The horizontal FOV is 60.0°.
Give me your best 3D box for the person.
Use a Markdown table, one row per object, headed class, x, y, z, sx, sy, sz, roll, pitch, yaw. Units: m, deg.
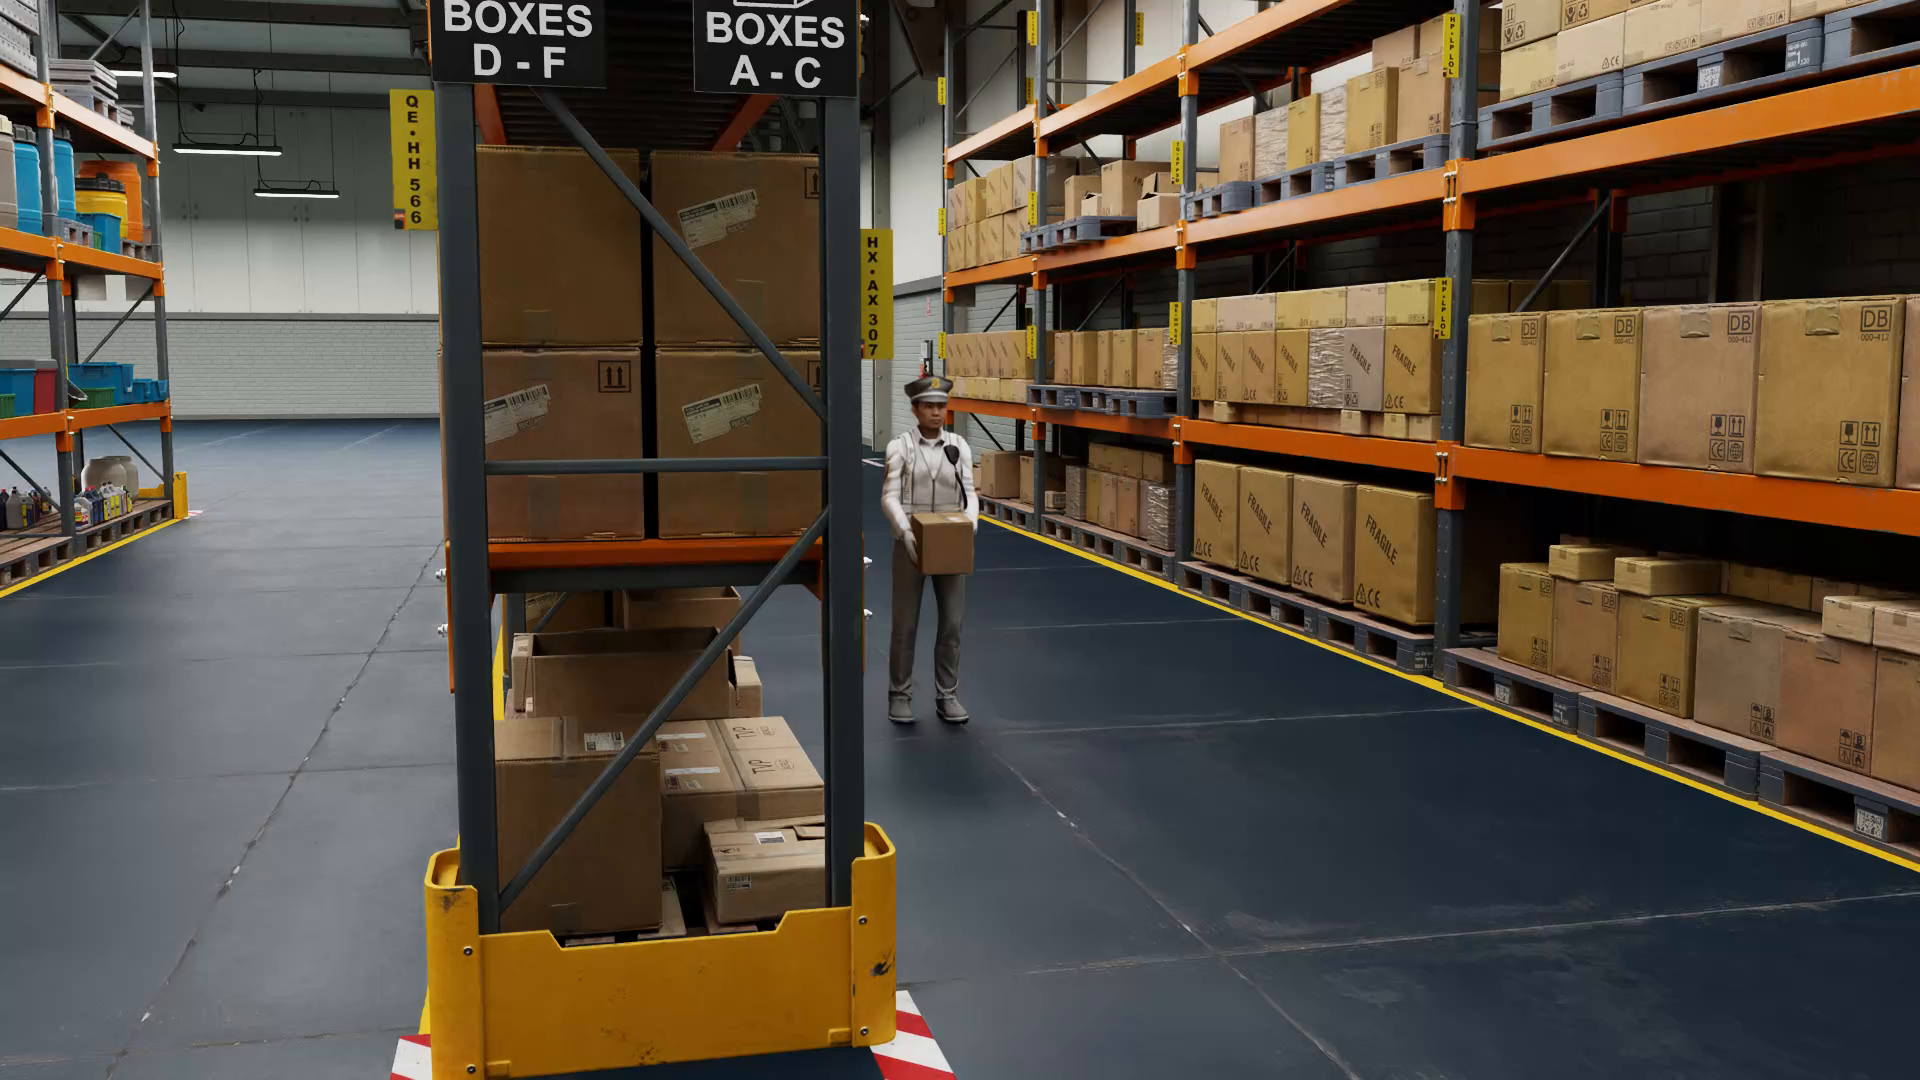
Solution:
| class | x | y | z | sx | sy | sz | roll | pitch | yaw |
| --- | --- | --- | --- | --- | --- | --- | --- | --- | --- |
| person | -0.134 | 0.043 | 8.152 | 0.494 | 1.690 | 0.461 | -2 | 6 | -14 |
